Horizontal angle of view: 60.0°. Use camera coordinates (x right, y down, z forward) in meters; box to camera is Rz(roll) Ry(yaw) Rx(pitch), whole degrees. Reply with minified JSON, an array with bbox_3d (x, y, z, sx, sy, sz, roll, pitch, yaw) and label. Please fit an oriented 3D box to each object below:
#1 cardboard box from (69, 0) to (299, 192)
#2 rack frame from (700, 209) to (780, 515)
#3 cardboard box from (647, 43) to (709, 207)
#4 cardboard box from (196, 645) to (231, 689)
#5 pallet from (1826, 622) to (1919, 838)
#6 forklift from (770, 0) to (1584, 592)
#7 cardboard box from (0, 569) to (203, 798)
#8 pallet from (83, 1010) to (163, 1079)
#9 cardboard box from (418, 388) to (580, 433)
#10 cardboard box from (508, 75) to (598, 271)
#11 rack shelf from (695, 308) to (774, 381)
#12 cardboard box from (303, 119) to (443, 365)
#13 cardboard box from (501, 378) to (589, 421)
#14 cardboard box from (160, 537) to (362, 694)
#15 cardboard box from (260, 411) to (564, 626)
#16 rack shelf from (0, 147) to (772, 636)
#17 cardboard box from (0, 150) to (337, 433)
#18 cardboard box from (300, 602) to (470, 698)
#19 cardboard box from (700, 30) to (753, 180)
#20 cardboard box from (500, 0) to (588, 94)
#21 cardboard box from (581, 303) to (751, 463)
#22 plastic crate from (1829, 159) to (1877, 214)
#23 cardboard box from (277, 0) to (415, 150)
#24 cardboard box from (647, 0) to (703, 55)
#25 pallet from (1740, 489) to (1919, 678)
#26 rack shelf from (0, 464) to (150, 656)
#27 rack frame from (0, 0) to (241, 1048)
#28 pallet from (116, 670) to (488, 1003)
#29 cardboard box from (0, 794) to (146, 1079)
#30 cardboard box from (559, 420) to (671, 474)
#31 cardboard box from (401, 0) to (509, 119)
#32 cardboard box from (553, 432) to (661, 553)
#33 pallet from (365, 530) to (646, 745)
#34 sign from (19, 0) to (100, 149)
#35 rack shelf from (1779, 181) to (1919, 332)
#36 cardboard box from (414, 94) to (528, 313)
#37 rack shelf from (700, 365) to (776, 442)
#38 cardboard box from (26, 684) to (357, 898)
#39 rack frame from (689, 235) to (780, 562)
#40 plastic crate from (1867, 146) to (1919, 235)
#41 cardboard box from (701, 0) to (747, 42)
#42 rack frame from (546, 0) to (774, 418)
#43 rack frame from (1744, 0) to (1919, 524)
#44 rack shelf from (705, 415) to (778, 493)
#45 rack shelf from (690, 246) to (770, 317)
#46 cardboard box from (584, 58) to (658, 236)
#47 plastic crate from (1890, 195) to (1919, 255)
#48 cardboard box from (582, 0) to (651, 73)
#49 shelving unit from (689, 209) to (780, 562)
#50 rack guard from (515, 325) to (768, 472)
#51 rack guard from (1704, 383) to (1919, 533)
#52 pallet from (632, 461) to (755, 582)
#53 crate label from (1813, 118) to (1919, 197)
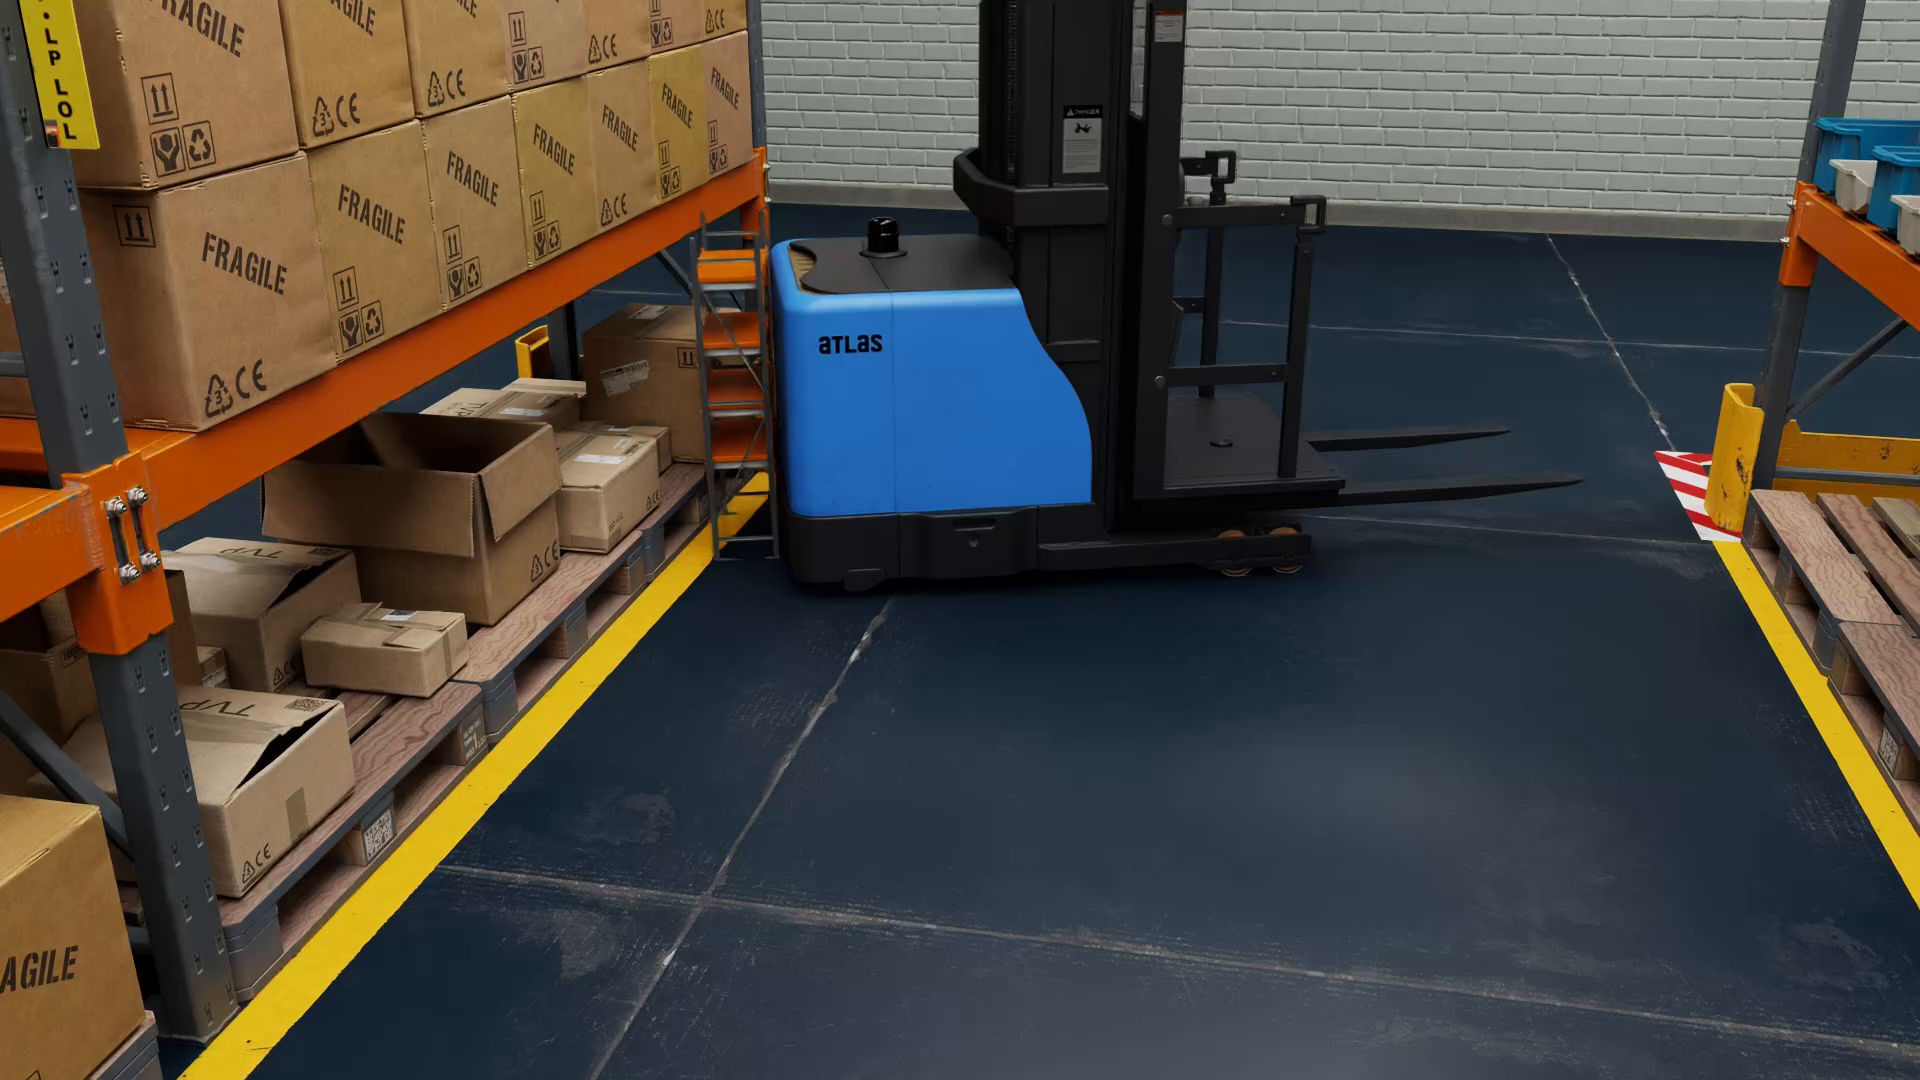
[{"bbox_3d":[-1.742,-1.010,3.374,0.500,0.500,0.500,5,22,12],"label":"cardboard box"},{"bbox_3d":[-0.835,-0.664,6.394,0.240,1.200,0.015,-3,22,-3],"label":"rack frame"},{"bbox_3d":[-1.225,-1.484,5.888,0.500,0.500,0.500,5,22,11],"label":"cardboard box"},{"bbox_3d":[-2.257,0.398,4.578,0.380,0.149,0.250,4,22,11],"label":"cardboard box"},{"bbox_3d":[3.094,0.604,4.571,1.003,0.211,1.213,4,22,11],"label":"pallet"},{"bbox_3d":[0.830,-1.417,5.950,3.031,2.935,1.130,-3,22,-8],"label":"forklift"},{"bbox_3d":[-2.275,0.377,4.160,0.500,0.500,0.500,4,22,11],"label":"cardboard box"},{"bbox_3d":[-2.242,1.245,2.980,1.003,0.211,1.213,4,22,11],"label":"pallet"},{"bbox_3d":[-1.788,-0.380,6.374,0.500,0.250,0.500,4,22,11],"label":"cardboard box"},{"bbox_3d":[-1.435,-1.117,4.979,0.500,0.500,0.500,4,22,10],"label":"cardboard box"},{"bbox_3d":[-0.821,-0.721,6.110,0.258,0.148,0.480,-3,22,-3],"label":"rack shelf"},{"bbox_3d":[-1.641,-0.748,4.063,0.500,0.500,0.500,5,22,12],"label":"cardboard box"},{"bbox_3d":[-1.719,-0.566,6.972,0.380,0.149,0.250,4,22,11],"label":"cardboard box"},{"bbox_3d":[-2.122,0.190,4.877,0.500,0.311,0.500,4,22,11],"label":"cardboard box"},{"bbox_3d":[-1.735,-0.082,5.296,0.797,0.503,0.637,4,22,11],"label":"cardboard box"},{"bbox_3d":[-1.705,-0.747,5.155,1.077,0.370,4.000,4,22,11],"label":"rack shelf"},{"bbox_3d":[-1.743,-0.561,3.597,0.500,0.500,0.500,5,22,12],"label":"cardboard box"},{"bbox_3d":[-1.649,0.307,4.779,0.380,0.166,0.250,4,22,11],"label":"cardboard box"},{"bbox_3d":[-1.122,-1.674,6.360,0.500,0.500,0.500,5,23,13],"label":"cardboard box"},{"bbox_3d":[-1.427,-1.576,4.778,0.500,0.500,0.500,5,23,13],"label":"cardboard box"},{"bbox_3d":[-1.167,-0.639,6.681,0.500,0.500,0.500,4,22,11],"label":"cardboard box"},{"bbox_3d":[3.032,-1.162,5.496,0.250,0.136,0.298,4,22,11],"label":"plastic crate"},{"bbox_3d":[-1.637,-1.199,3.842,0.500,0.500,0.500,4,22,9],"label":"cardboard box"},{"bbox_3d":[-1.221,-1.953,5.716,0.500,0.500,0.500,5,22,12],"label":"cardboard box"},{"bbox_3d":[3.345,0.159,5.675,1.003,0.211,1.213,4,22,11],"label":"pallet"},{"bbox_3d":[-2.522,0.716,1.523,1.077,0.370,4.000,4,22,11],"label":"rack shelf"},{"bbox_3d":[-2.113,-0.349,3.205,1.000,3.000,0.127,4,22,11],"label":"rack frame"},{"bbox_3d":[-1.972,0.694,4.349,1.003,0.211,1.213,4,22,11],"label":"pallet"},{"bbox_3d":[-1.934,0.809,3.087,0.500,0.500,0.500,4,22,11],"label":"cardboard box"},{"bbox_3d":[-1.338,-0.343,6.393,0.380,0.166,0.250,4,22,11],"label":"cardboard box"},{"bbox_3d":[-1.532,-1.387,4.309,0.500,0.500,0.500,4,22,9],"label":"cardboard box"},{"bbox_3d":[-1.390,-0.178,5.871,0.500,0.250,0.500,4,22,11],"label":"cardboard box"},{"bbox_3d":[-1.726,0.246,5.460,1.003,0.211,1.213,4,22,11],"label":"pallet"},{"bbox_3d":[-1.569,-0.845,2.886,0.100,0.325,0.005,4,22,11],"label":"sign"},{"bbox_3d":[3.143,-0.368,4.214,1.077,0.370,4.000,4,22,11],"label":"rack shelf"},{"bbox_3d":[-1.537,-0.931,4.517,0.500,0.500,0.500,4,22,11],"label":"cardboard box"},{"bbox_3d":[-0.816,-0.513,6.192,0.258,0.148,0.480,-3,22,-3],"label":"rack shelf"},{"bbox_3d":[-1.816,0.557,3.965,0.500,0.311,0.500,4,22,11],"label":"cardboard box"},{"bbox_3d":[-0.800,-0.486,5.941,0.240,1.200,0.015,-3,22,-3],"label":"rack frame"},{"bbox_3d":[3.044,-1.077,5.156,0.416,0.233,0.300,4,22,11],"label":"plastic crate"},{"bbox_3d":[-1.119,-2.138,6.175,0.500,0.500,0.500,4,22,10],"label":"cardboard box"},{"bbox_3d":[-1.297,-1.812,6.837,1.000,3.000,0.127,4,22,11],"label":"rack frame"},{"bbox_3d":[3.551,-1.433,5.896,1.000,3.000,0.127,4,22,11],"label":"rack frame"},{"bbox_3d":[-0.812,-0.328,6.265,0.258,0.148,0.480,-3,22,-3],"label":"rack shelf"},{"bbox_3d":[-0.825,-0.941,6.023,0.258,0.148,0.480,-3,22,-3],"label":"rack shelf"},{"bbox_3d":[-1.332,-1.301,5.436,0.500,0.500,0.500,5,22,11],"label":"cardboard box"},{"bbox_3d":[2.894,-0.914,4.880,0.250,0.136,0.298,4,22,11],"label":"plastic crate"},{"bbox_3d":[-1.322,-1.763,5.245,0.500,0.500,0.500,5,22,12],"label":"cardboard box"},{"bbox_3d":[-0.818,-0.575,6.167,0.258,1.200,0.503,-3,22,-3],"label":"shelving unit"},{"bbox_3d":[-1.313,-0.624,7.235,1.175,0.500,0.348,4,22,11],"label":"rack guard"},{"bbox_3d":[3.543,-0.283,6.387,1.175,0.500,0.348,4,22,11],"label":"rack guard"},{"bbox_3d":[-1.474,-0.199,6.565,1.003,0.211,1.213,4,22,11],"label":"pallet"},{"bbox_3d":[3.178,-1.318,5.754,0.416,0.233,0.303,4,22,11],"label":"crate label"}]
